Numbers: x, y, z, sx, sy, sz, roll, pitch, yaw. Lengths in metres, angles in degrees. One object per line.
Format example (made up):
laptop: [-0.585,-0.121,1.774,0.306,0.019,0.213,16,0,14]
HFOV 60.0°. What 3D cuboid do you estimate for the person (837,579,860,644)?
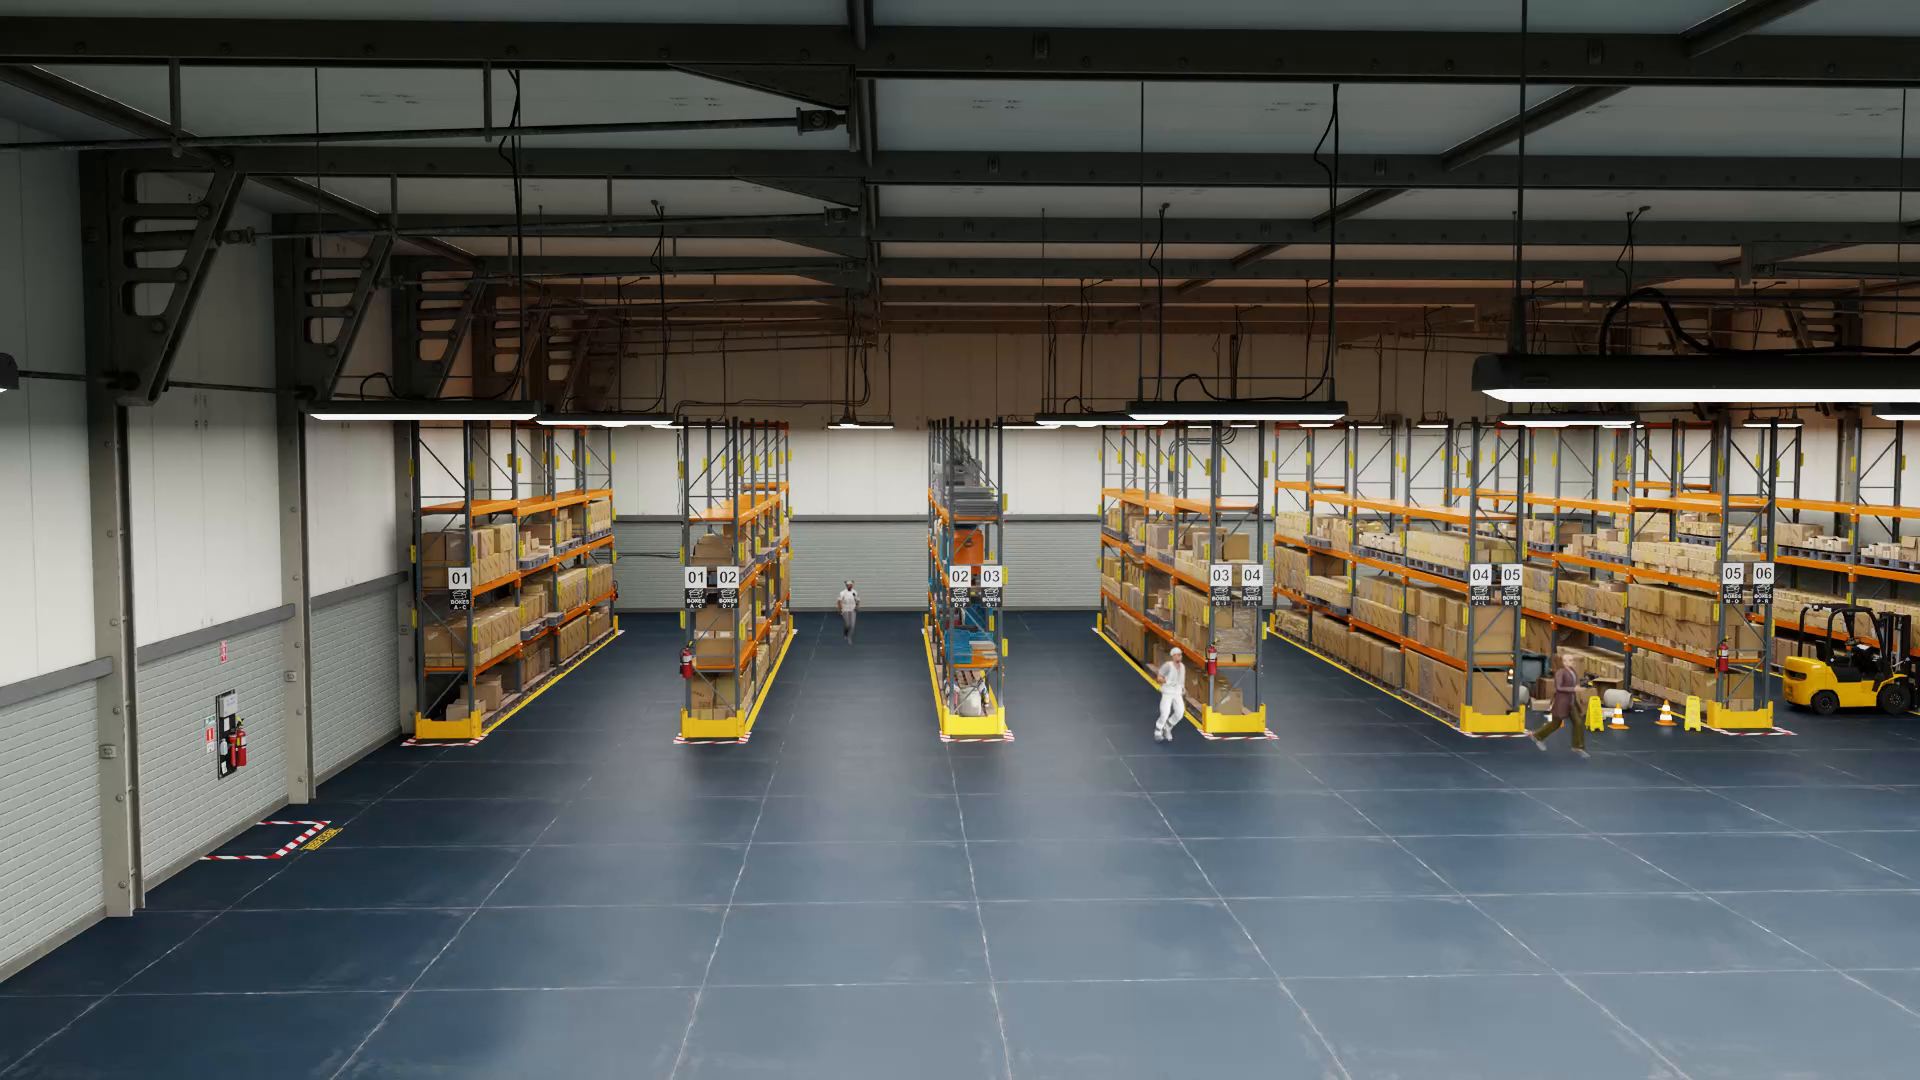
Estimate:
person: [-2.829,1.836,42.551,0.575,1.671,0.506,-1,4,-14]

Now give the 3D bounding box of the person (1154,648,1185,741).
person: [3.961,2.851,30.690,0.662,1.730,0.608,-1,4,-19]

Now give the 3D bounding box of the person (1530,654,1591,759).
person: [10.658,2.911,29.412,0.724,1.816,1.043,-3,5,-38]

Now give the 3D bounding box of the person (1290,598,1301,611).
person: [9.963,1.716,49.163,0.530,1.582,0.646,3,5,43]
